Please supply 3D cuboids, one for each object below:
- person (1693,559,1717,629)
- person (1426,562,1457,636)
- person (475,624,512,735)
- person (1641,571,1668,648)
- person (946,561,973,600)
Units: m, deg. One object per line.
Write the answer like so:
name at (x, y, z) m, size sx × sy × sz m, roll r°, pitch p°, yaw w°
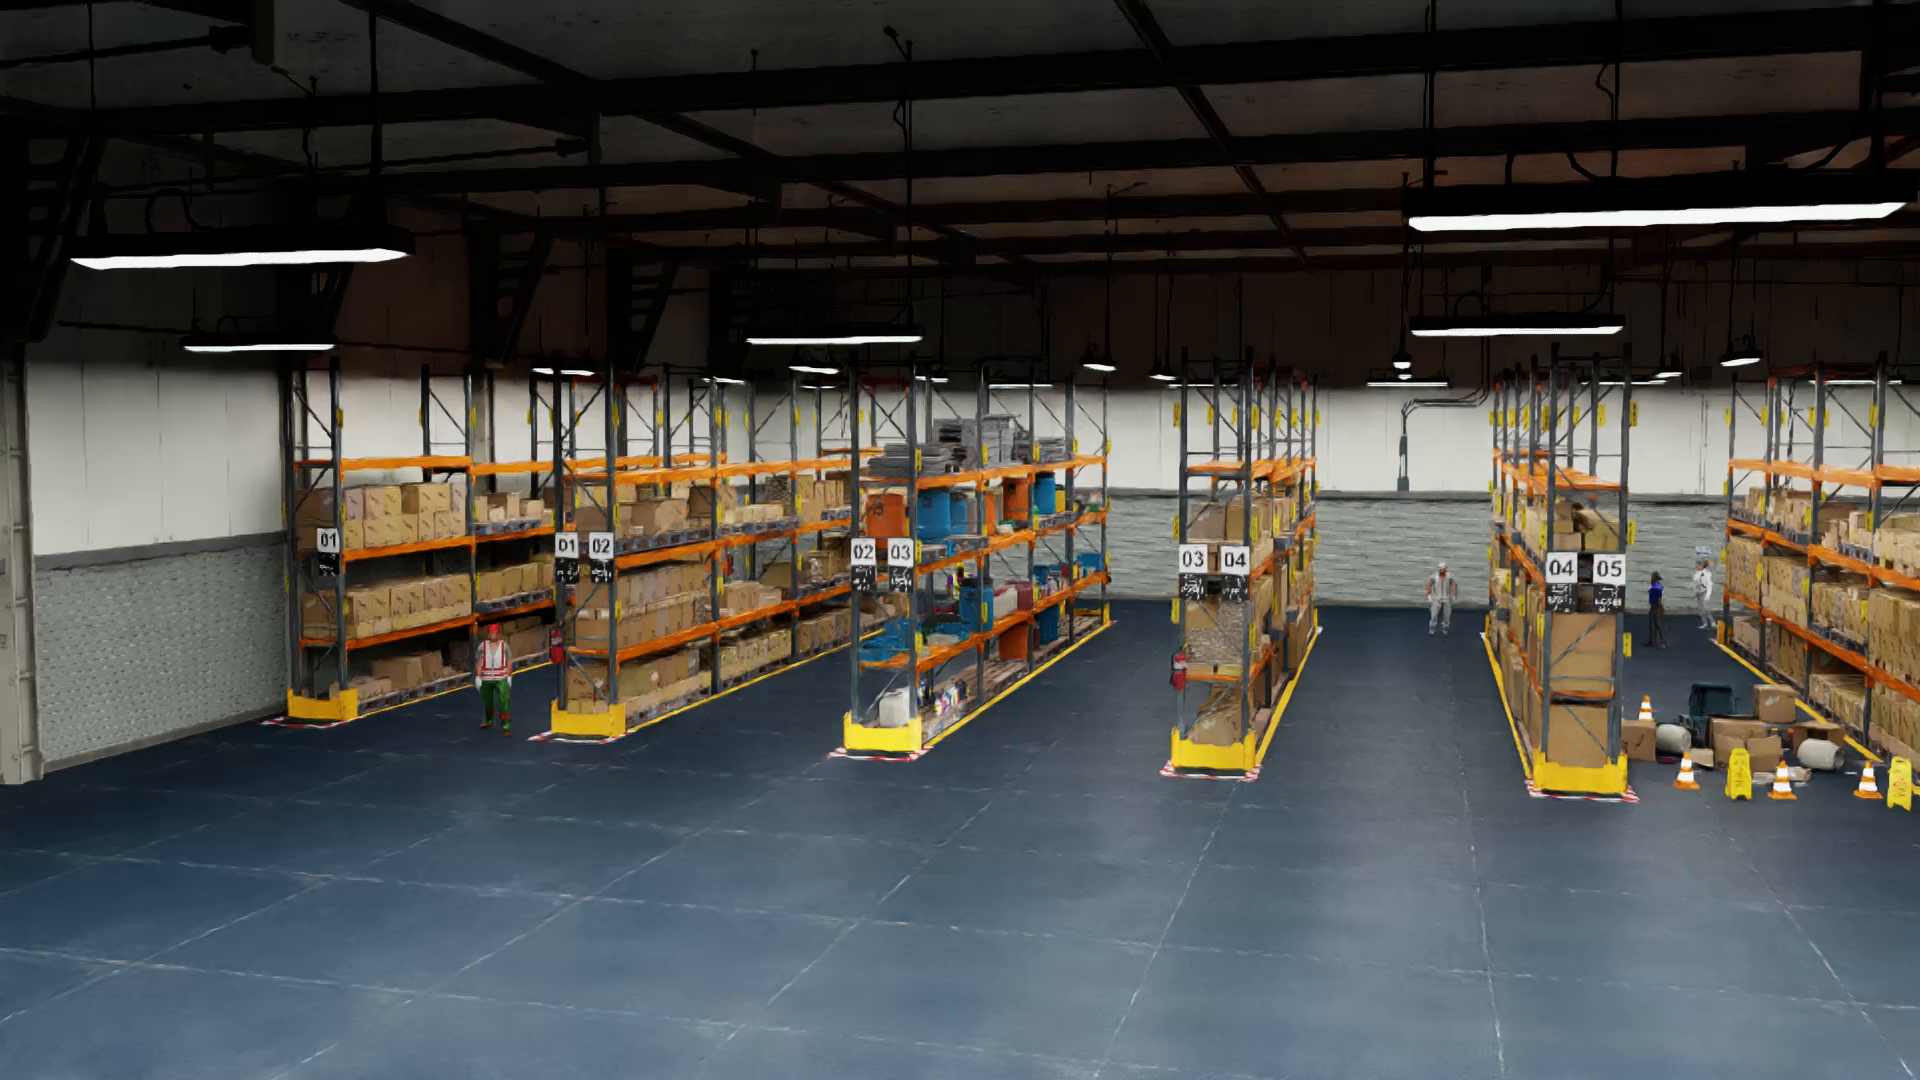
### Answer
person at (17.579, 1.283, 39.256) m, size 0.438 × 1.659 × 0.621 m, roll -1°, pitch 4°, yaw -20°
person at (11.012, 1.350, 38.029) m, size 0.677 × 1.742 × 0.551 m, roll 1°, pitch 4°, yaw 14°
person at (-7.375, 2.192, 26.341) m, size 0.586 × 1.759 × 0.940 m, roll -1°, pitch 4°, yaw -9°
person at (15.172, 1.508, 36.245) m, size 0.471 × 1.656 × 0.558 m, roll 1°, pitch 4°, yaw 10°
person at (0.021, 1.338, 38.371) m, size 0.719 × 1.714 × 0.578 m, roll 1°, pitch 4°, yaw 13°
